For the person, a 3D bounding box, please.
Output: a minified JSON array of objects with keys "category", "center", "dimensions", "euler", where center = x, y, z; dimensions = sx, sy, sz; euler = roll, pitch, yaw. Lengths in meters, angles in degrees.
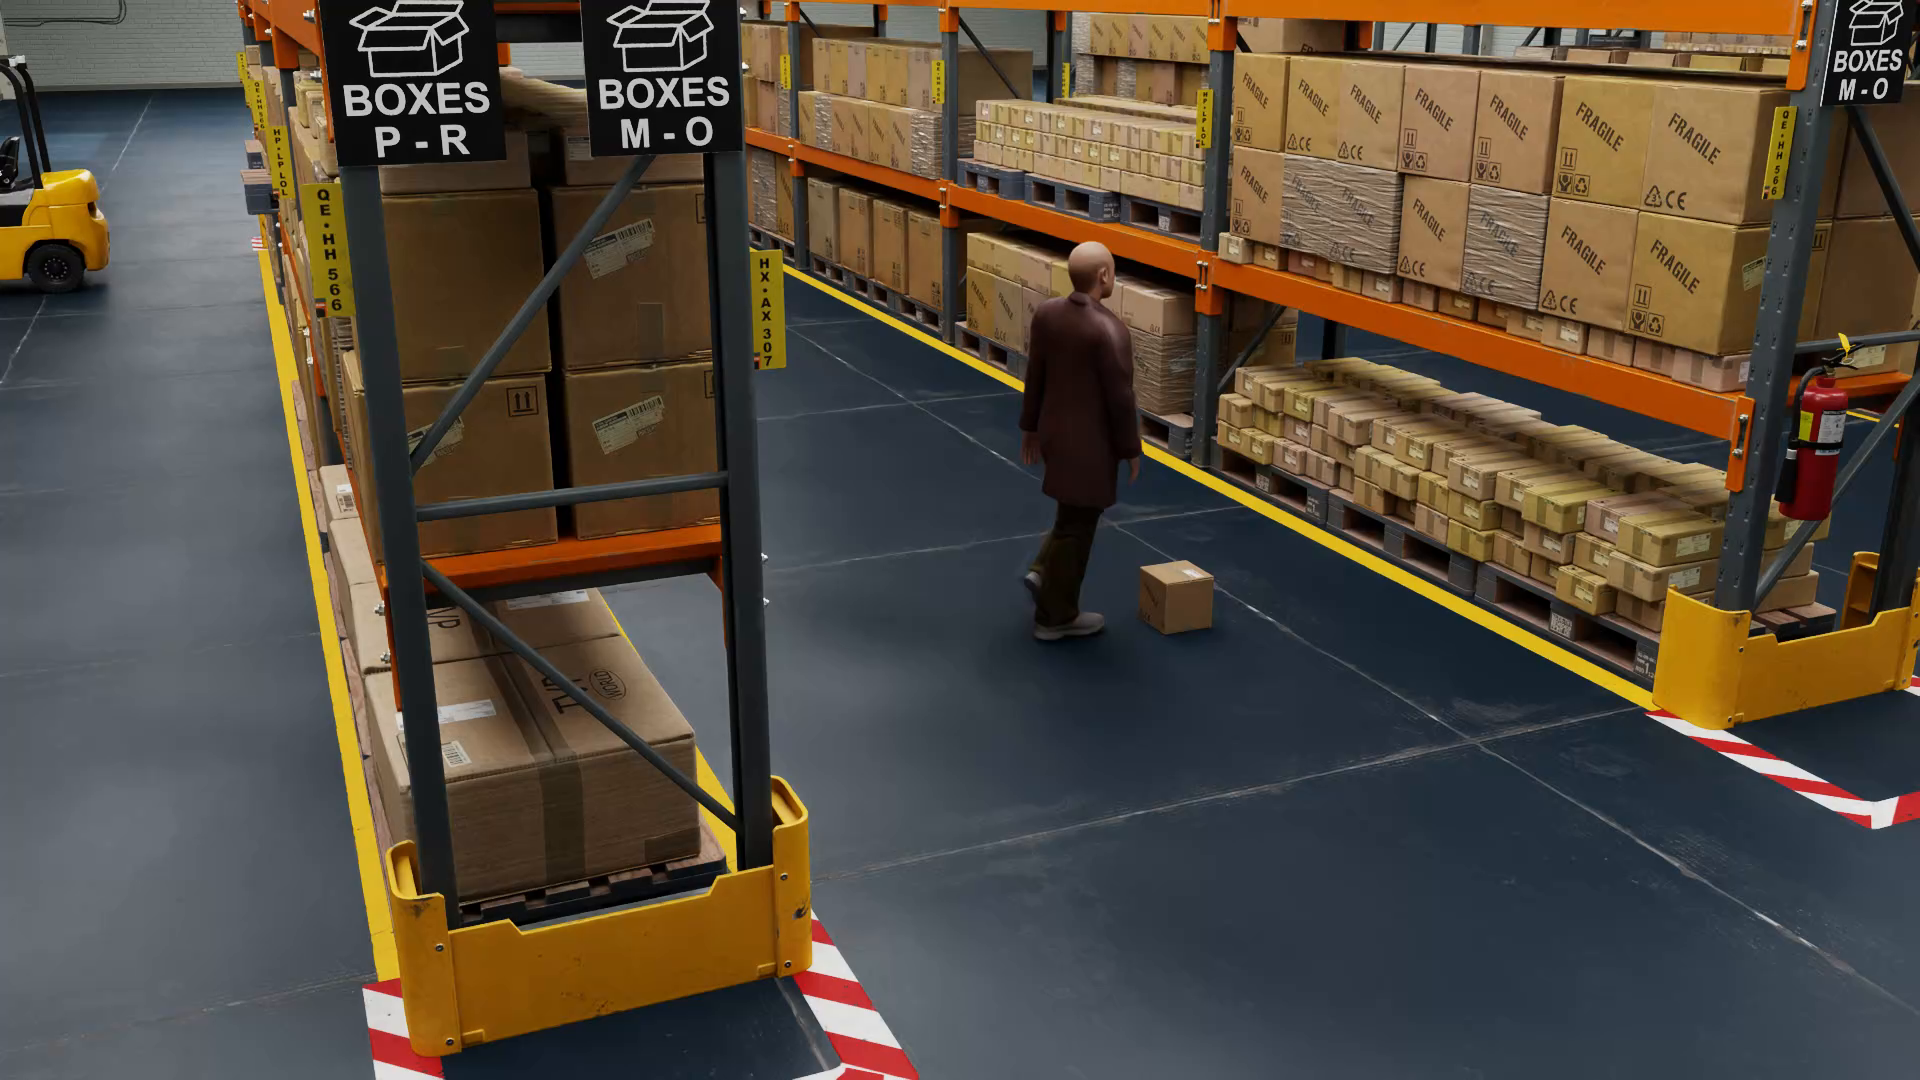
[{"category":"person","center":[0.562,-0.416,7.276],"dimensions":[0.486,1.786,0.639],"euler":[-12,22,-31]}]
